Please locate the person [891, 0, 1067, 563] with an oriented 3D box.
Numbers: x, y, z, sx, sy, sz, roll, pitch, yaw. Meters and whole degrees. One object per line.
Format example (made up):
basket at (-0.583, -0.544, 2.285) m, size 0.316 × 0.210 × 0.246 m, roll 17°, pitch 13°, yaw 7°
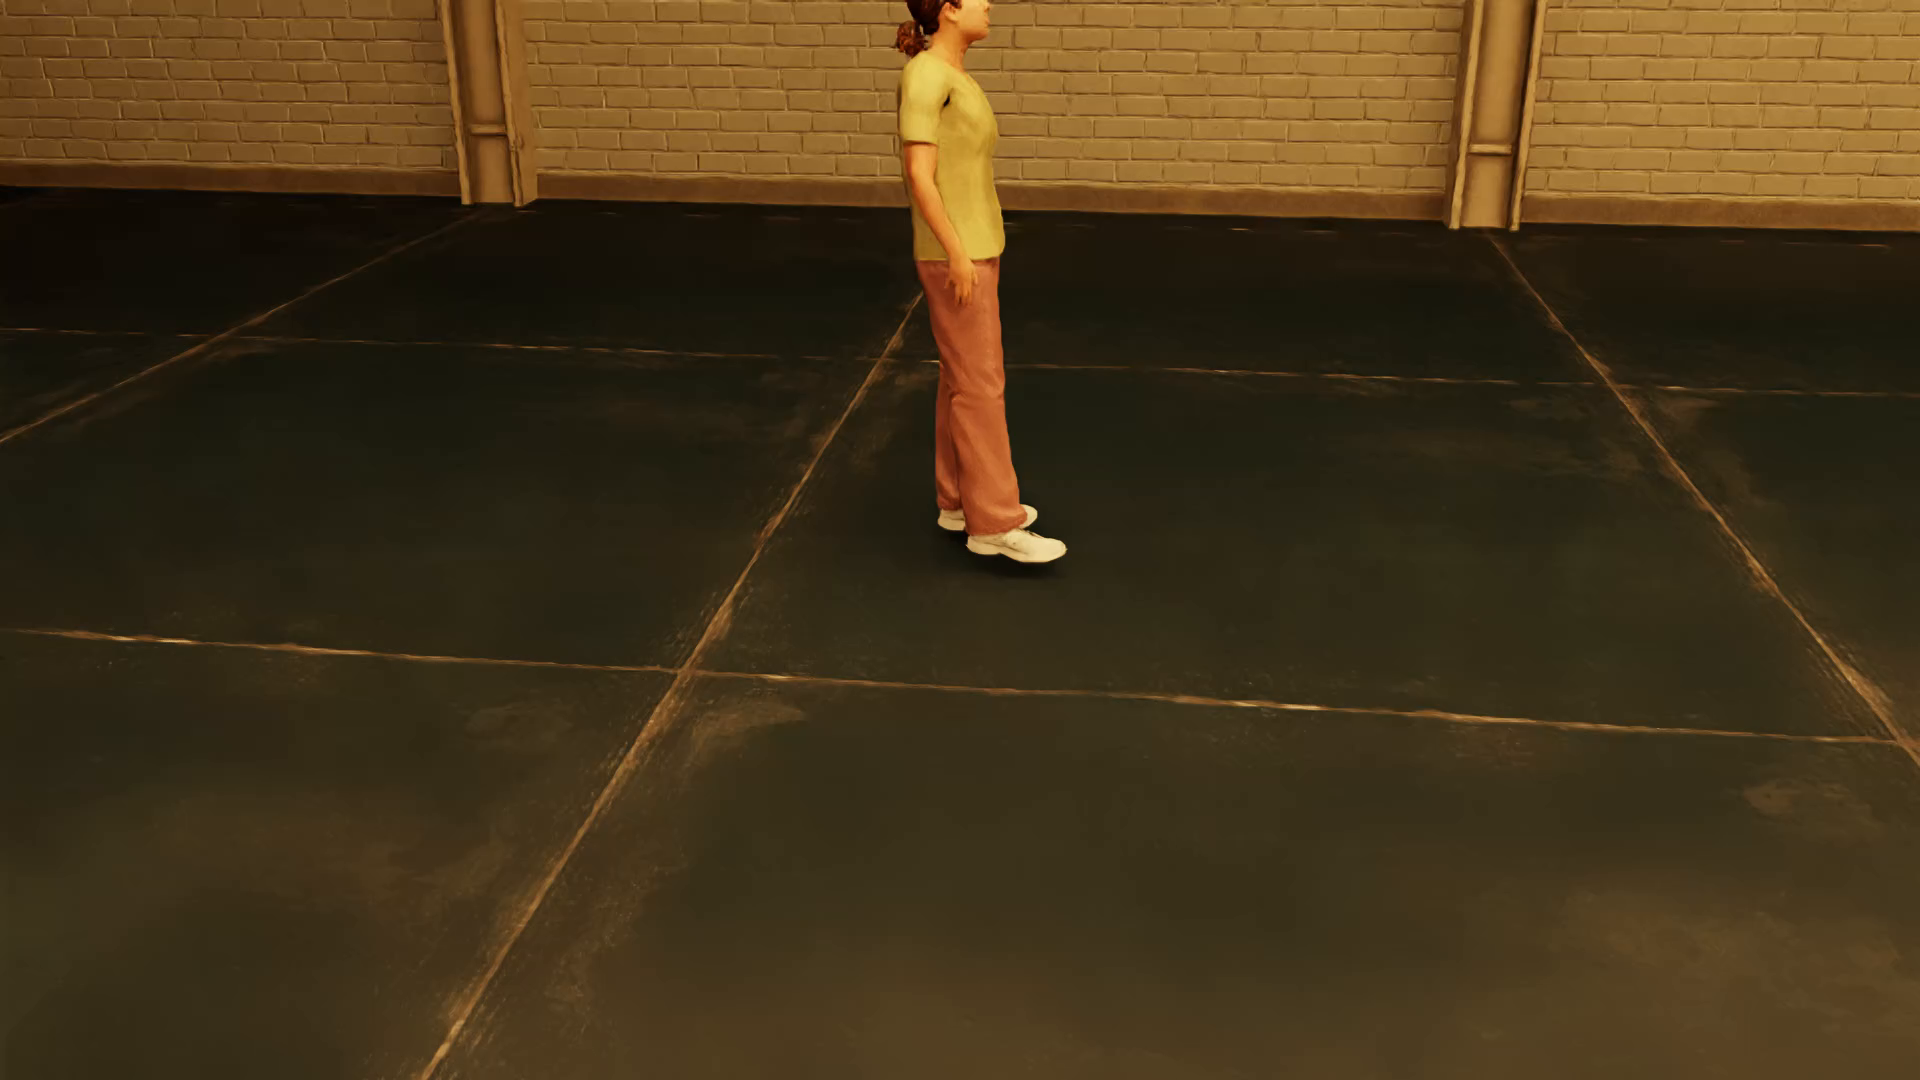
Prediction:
person at (0.071, -0.813, 4.828) m, size 0.549 × 1.673 × 0.554 m, roll 3°, pitch 22°, yaw 7°
